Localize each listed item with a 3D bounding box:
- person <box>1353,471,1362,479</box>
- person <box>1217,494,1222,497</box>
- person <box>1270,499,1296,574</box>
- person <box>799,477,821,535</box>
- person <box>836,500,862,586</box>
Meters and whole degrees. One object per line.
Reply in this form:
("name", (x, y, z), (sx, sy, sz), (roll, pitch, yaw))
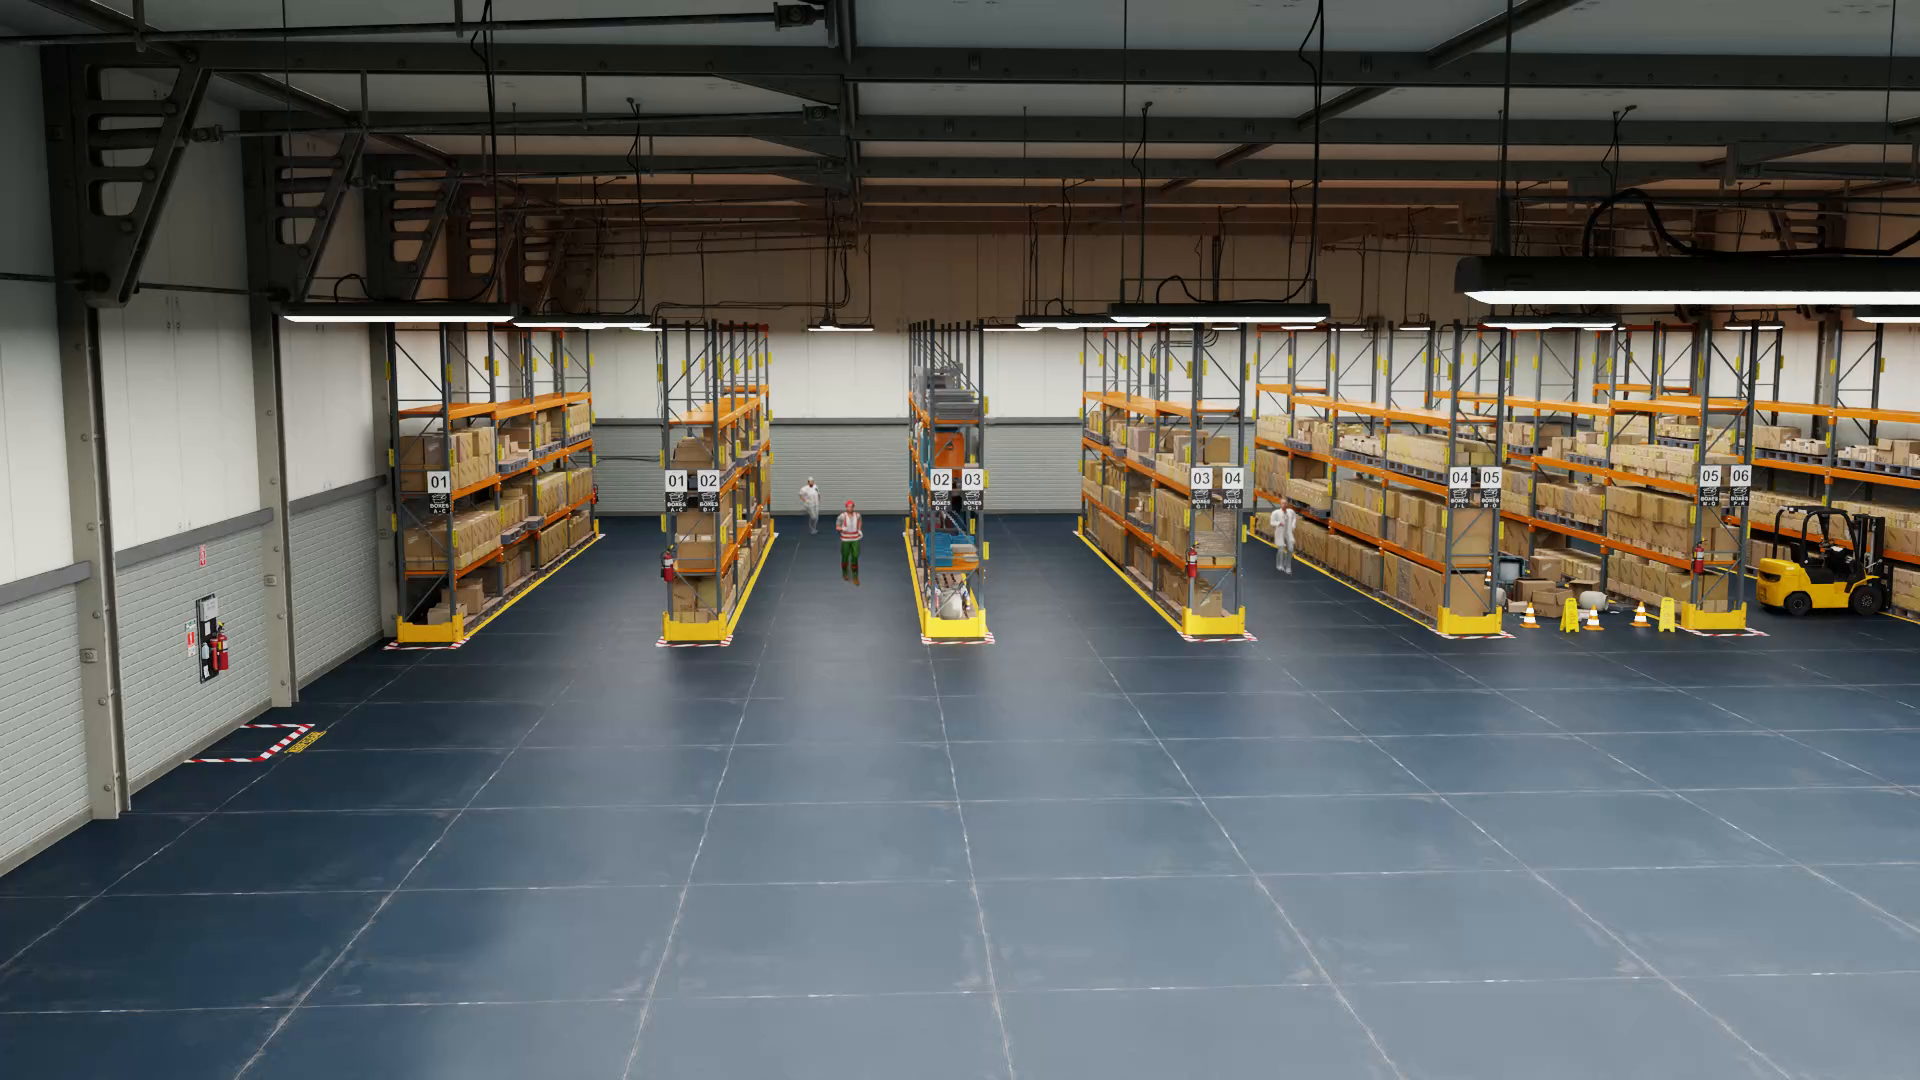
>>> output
("person", (11.839, -1.229, 49.460), (0.830, 1.669, 0.621), (1, 7, 9))
("person", (7.350, -1.023, 47.571), (0.732, 1.818, 0.952), (3, 8, 25))
("person", (7.788, -0.080, 39.985), (0.682, 1.824, 0.812), (0, 7, -3))
("person", (-4.248, -0.956, 47.627), (0.605, 1.688, 0.660), (-6, 9, -39))
("person", (-2.419, 0.040, 36.421), (0.598, 1.844, 0.838), (-2, 7, -12))
